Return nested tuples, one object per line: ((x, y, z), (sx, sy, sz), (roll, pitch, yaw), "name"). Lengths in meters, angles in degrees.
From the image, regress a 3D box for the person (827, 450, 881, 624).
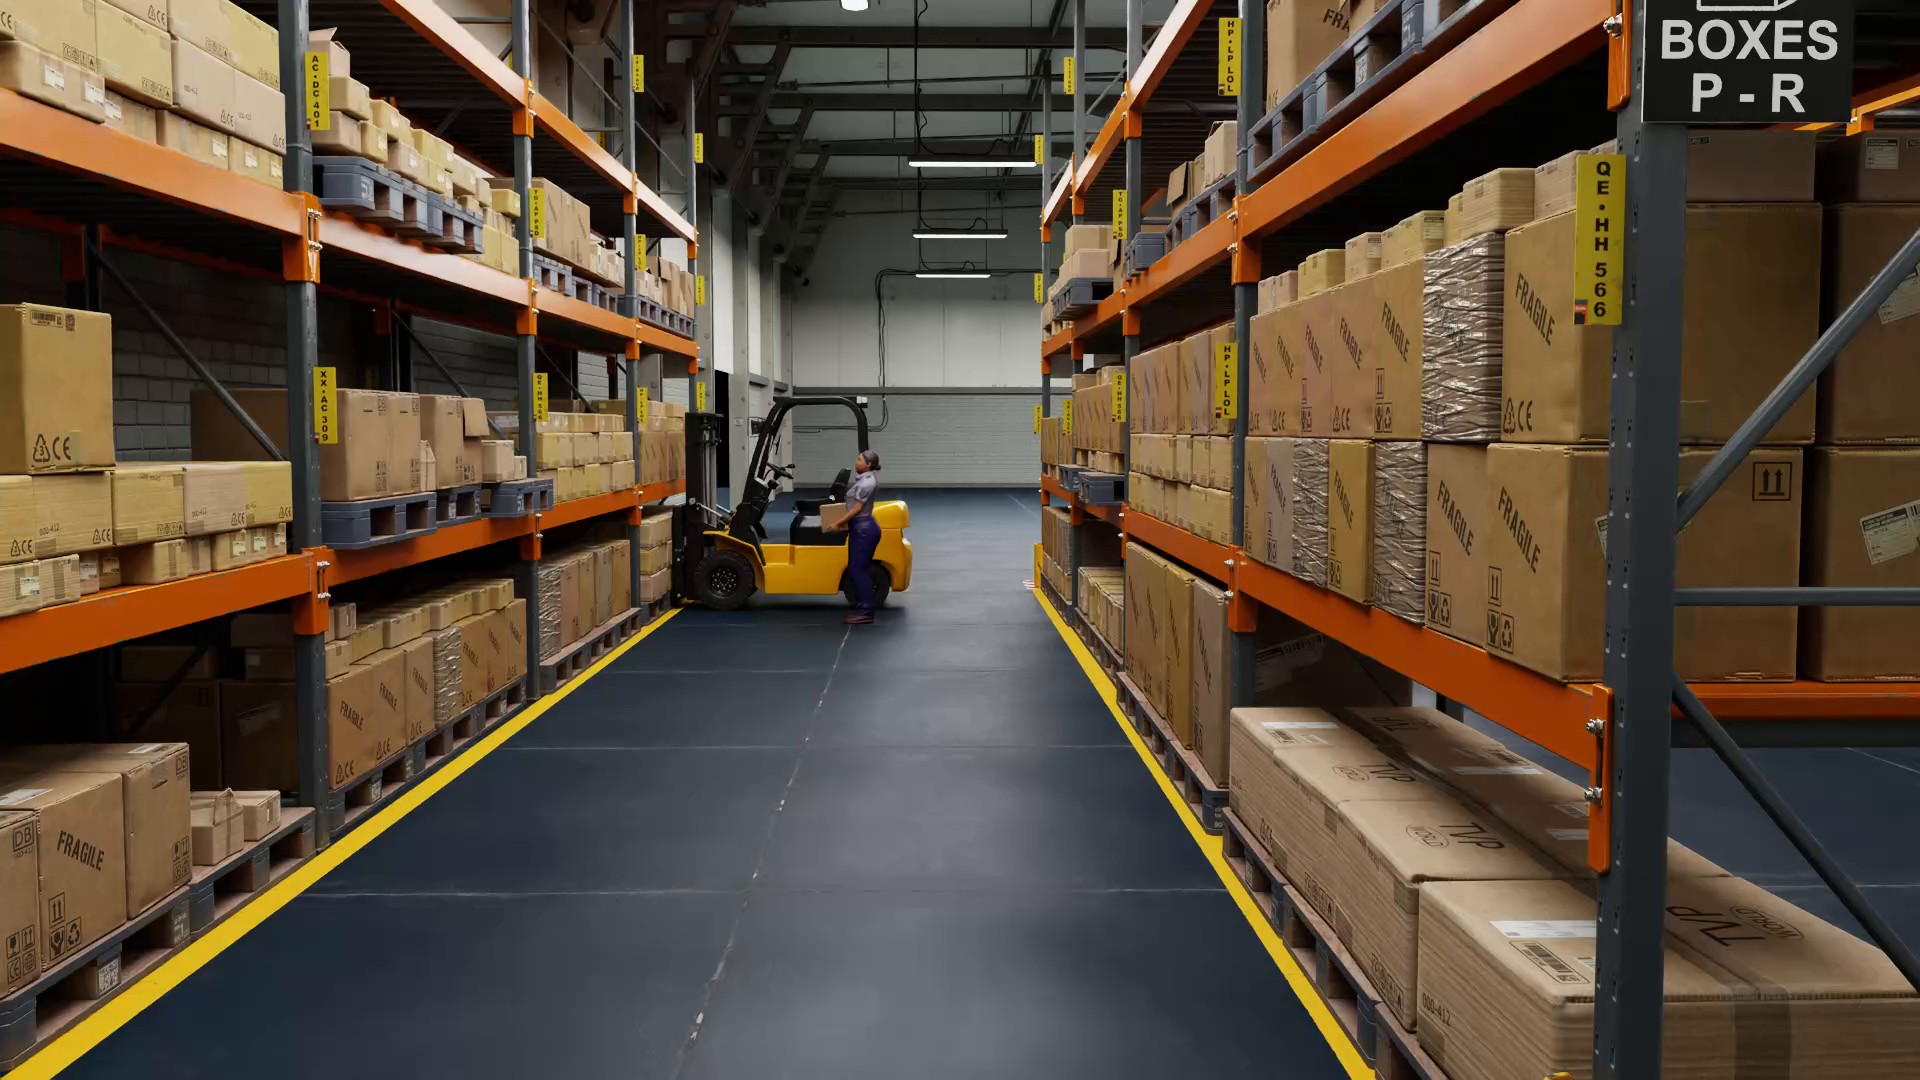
((-1.001, -0.036, 15.730), (0.516, 1.634, 0.452), (0, 4, -1), "person")
